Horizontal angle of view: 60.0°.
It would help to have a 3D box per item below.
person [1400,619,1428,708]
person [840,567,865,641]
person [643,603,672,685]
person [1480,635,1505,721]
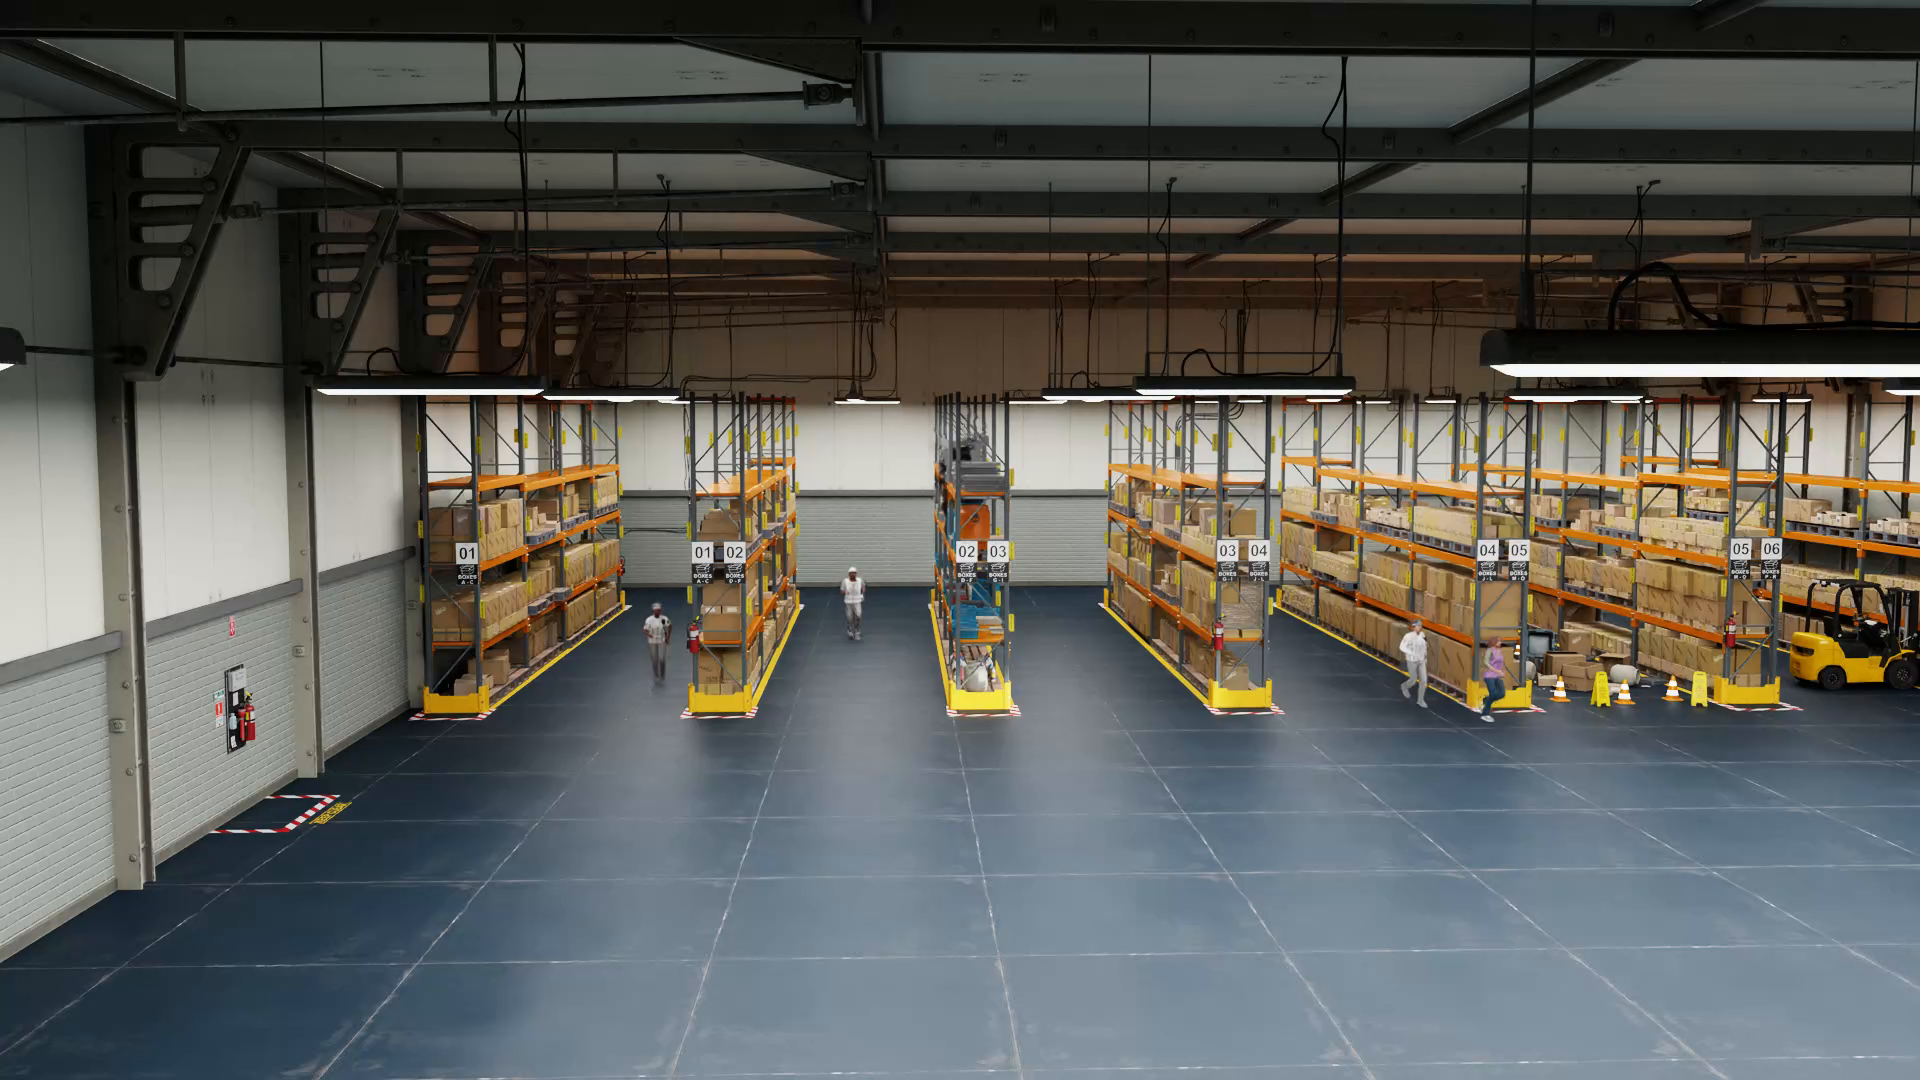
[{"bbox_3d":[8.755,2.341,31.988,0.657,1.697,0.797,-1,5,-15],"label":"person"},{"bbox_3d":[-2.623,1.571,40.816,0.626,1.817,0.783,-1,5,-6],"label":"person"},{"bbox_3d":[-6.237,2.152,34.270,0.572,1.725,0.697,-1,5,-7],"label":"person"},{"bbox_3d":[9.771,2.524,30.410,0.581,1.572,0.537,-4,6,-38],"label":"person"}]
